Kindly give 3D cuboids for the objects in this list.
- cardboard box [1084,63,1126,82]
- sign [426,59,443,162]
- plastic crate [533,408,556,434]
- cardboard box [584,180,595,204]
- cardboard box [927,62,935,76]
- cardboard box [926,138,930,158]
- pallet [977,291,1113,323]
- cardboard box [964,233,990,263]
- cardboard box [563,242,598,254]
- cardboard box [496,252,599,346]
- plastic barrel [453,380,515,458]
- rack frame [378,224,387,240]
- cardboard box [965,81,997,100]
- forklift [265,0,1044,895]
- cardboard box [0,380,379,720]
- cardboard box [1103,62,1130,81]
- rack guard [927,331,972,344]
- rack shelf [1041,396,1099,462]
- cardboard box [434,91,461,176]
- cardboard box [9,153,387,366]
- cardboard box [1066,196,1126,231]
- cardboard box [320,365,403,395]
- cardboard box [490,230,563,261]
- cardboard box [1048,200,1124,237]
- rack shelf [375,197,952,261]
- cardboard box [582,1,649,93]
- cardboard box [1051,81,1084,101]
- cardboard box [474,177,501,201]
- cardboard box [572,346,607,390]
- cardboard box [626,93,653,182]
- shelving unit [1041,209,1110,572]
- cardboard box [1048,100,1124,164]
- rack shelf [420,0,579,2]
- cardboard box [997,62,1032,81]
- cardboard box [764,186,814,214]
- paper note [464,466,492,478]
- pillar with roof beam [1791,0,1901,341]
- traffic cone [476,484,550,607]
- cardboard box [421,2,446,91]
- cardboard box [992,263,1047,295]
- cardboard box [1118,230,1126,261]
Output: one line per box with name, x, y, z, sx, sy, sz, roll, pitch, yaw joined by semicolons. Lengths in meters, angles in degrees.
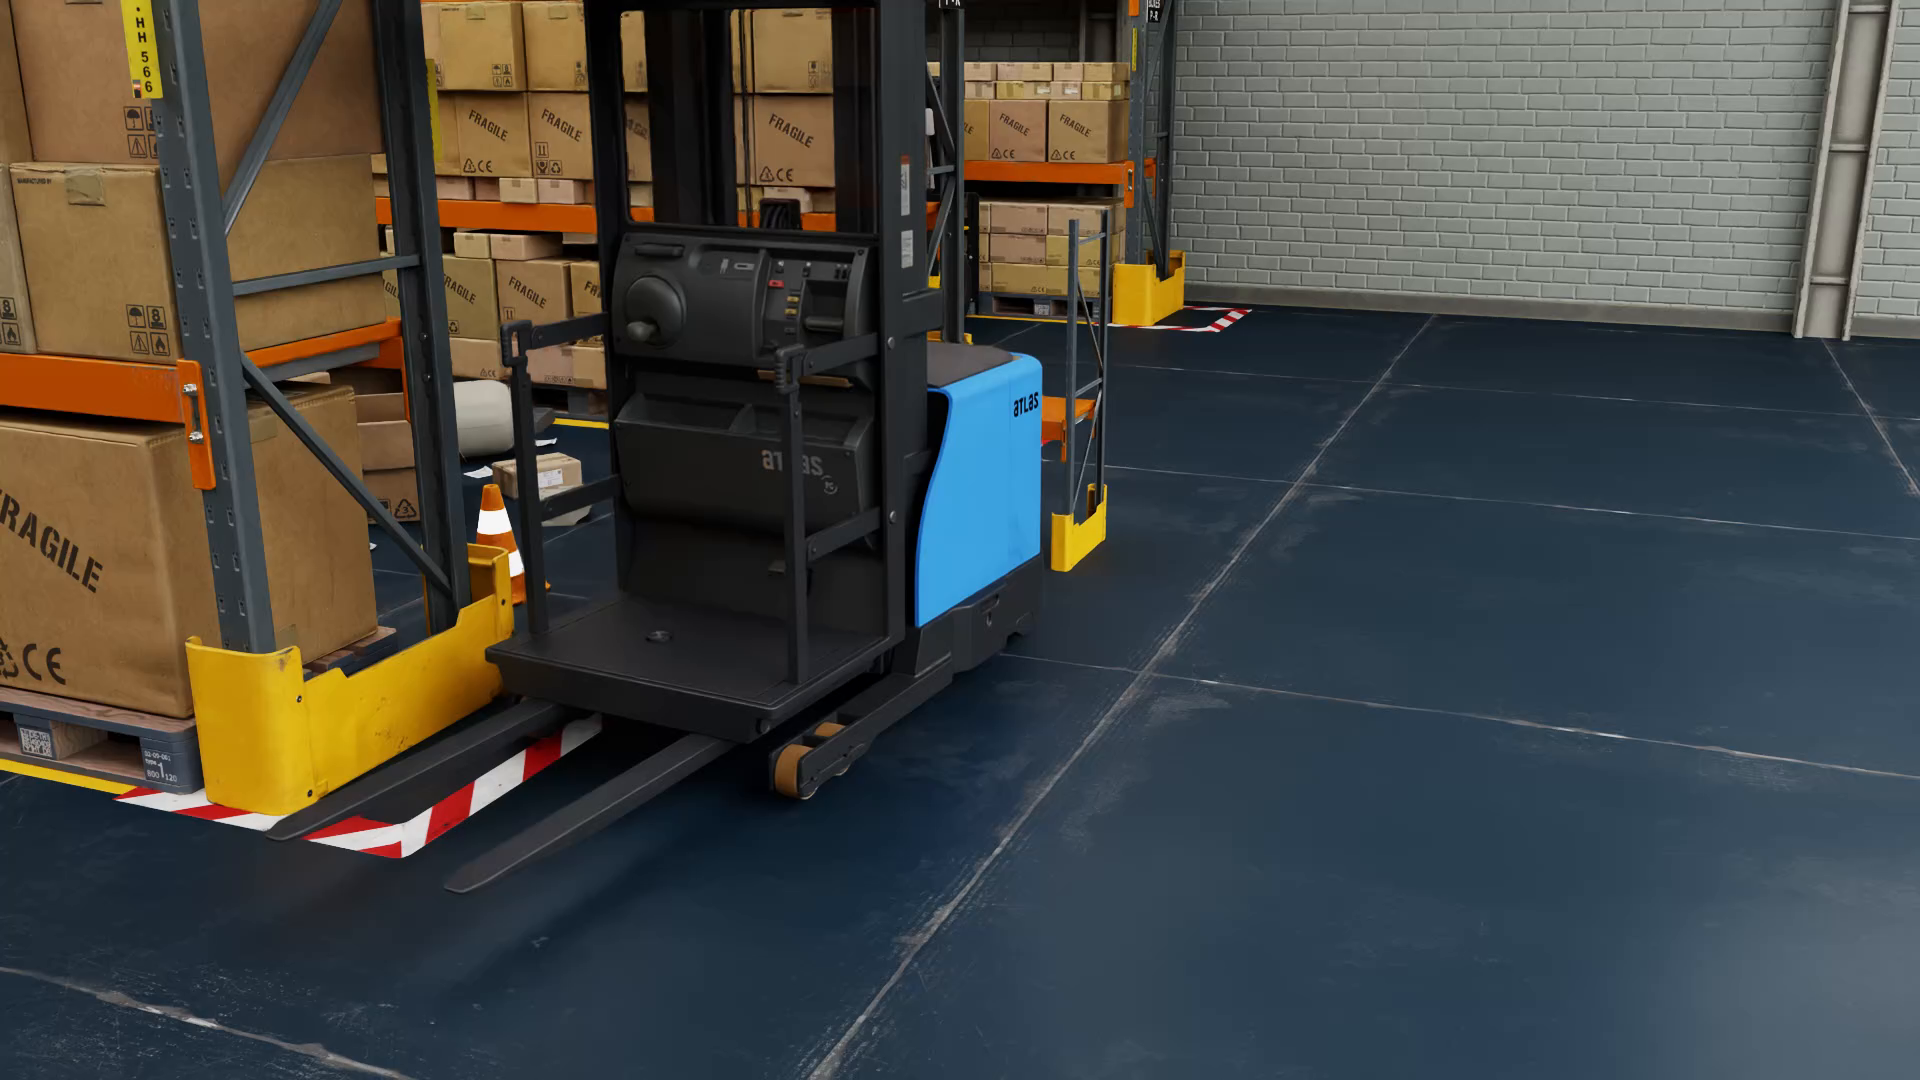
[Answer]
cardboard box;1.194;-3.862;13.721;0.250;0.149;0.380;6;17;21
sign;-1.726;-1.393;5.397;0.005;0.325;0.100;6;17;21
plastic crate;-2.775;-0.724;10.024;0.583;0.080;0.402;0;16;1
cardboard box;-2.054;-2.114;10.025;0.250;0.149;0.380;6;17;21
cardboard box;-0.235;-4.018;14.256;0.250;0.149;0.380;7;17;21
cardboard box;-0.377;-3.565;14.393;0.500;0.500;0.500;6;17;21
pallet;0.878;-2.106;14.550;1.213;0.211;1.003;6;17;21
cardboard box;0.087;-2.569;14.426;0.500;0.250;0.500;6;17;19
cardboard box;-2.336;-1.646;10.798;0.500;0.500;0.500;7;18;24
cardboard box;-2.500;-1.505;10.312;0.500;0.500;0.500;7;18;24
plastic barrel;-2.690;-0.672;9.228;0.512;0.421;0.421;-9;18;-27
rack frame;-3.934;-2.499;10.903;0.127;3.000;1.000;6;17;21
cardboard box;0.220;-3.804;14.055;0.250;0.149;0.380;6;17;19
forklift;-0.798;-0.769;5.064;1.130;2.935;3.031;8;18;26
cardboard box;-2.590;-0.030;5.453;0.875;0.875;0.875;6;17;21
cardboard box;1.371;-3.970;14.092;0.250;0.149;0.380;6;17;20
rack guard;-0.284;-0.898;9.868;0.348;0.500;1.175;6;17;21
rack shelf;0.079;-0.539;7.485;1.000;0.185;0.538;6;17;21
cardboard box;-3.152;-2.528;10.287;0.500;0.500;0.500;6;17;20
cardboard box;-2.297;-0.894;5.105;0.550;0.550;0.875;6;17;21
cardboard box;1.227;-2.838;14.453;0.500;0.250;0.500;6;17;20
cardboard box;-3.437;-0.838;9.658;0.500;0.500;0.500;-9;18;-27
cardboard box;-2.660;-1.815;10.214;0.250;0.149;0.380;7;18;24
cardboard box;1.062;-2.705;13.998;0.500;0.250;0.500;7;18;22
rack shelf;-2.074;-1.949;10.298;4.000;0.370;1.077;6;17;21
cardboard box;-1.749;-2.836;9.556;0.500;0.500;0.700;6;17;20
cardboard box;0.931;-3.719;13.760;0.250;0.149;0.380;7;17;22
cardboard box;-2.770;-2.178;10.247;0.250;0.149;0.380;6;17;20
cardboard box;-2.032;-1.091;10.232;0.500;0.250;0.500;6;17;19
cardboard box;-1.747;-2.370;9.743;0.500;0.500;0.500;6;17;20
shelving unit;0.071;-0.712;7.438;1.083;1.500;0.587;6;17;21
cardboard box;1.051;-3.408;13.854;0.500;0.500;0.500;6;17;19
rack shelf;-3.977;-5.087;15.725;4.000;0.370;1.077;6;17;21
cardboard box;0.496;-3.944;14.002;0.250;0.149;0.380;6;17;21
cardboard box;-0.916;-1.949;9.459;0.250;0.149;0.380;6;17;20
paper note;-2.558;-0.365;8.897;0.142;0.019;0.148;14;21;40
pillar with roof beam;5.290;-4.834;8.183;0.400;9.000;9.100;6;17;21
traffic cone;-1.908;0.000;6.845;0.334;0.463;0.336;6;17;21
cardboard box;-3.137;-3.011;10.160;0.500;0.500;0.700;6;17;21
cardboard box;0.593;-2.279;14.321;0.500;0.250;0.500;6;17;21
cardboard box;1.244;-2.601;14.535;0.500;0.250;0.500;7;17;22
